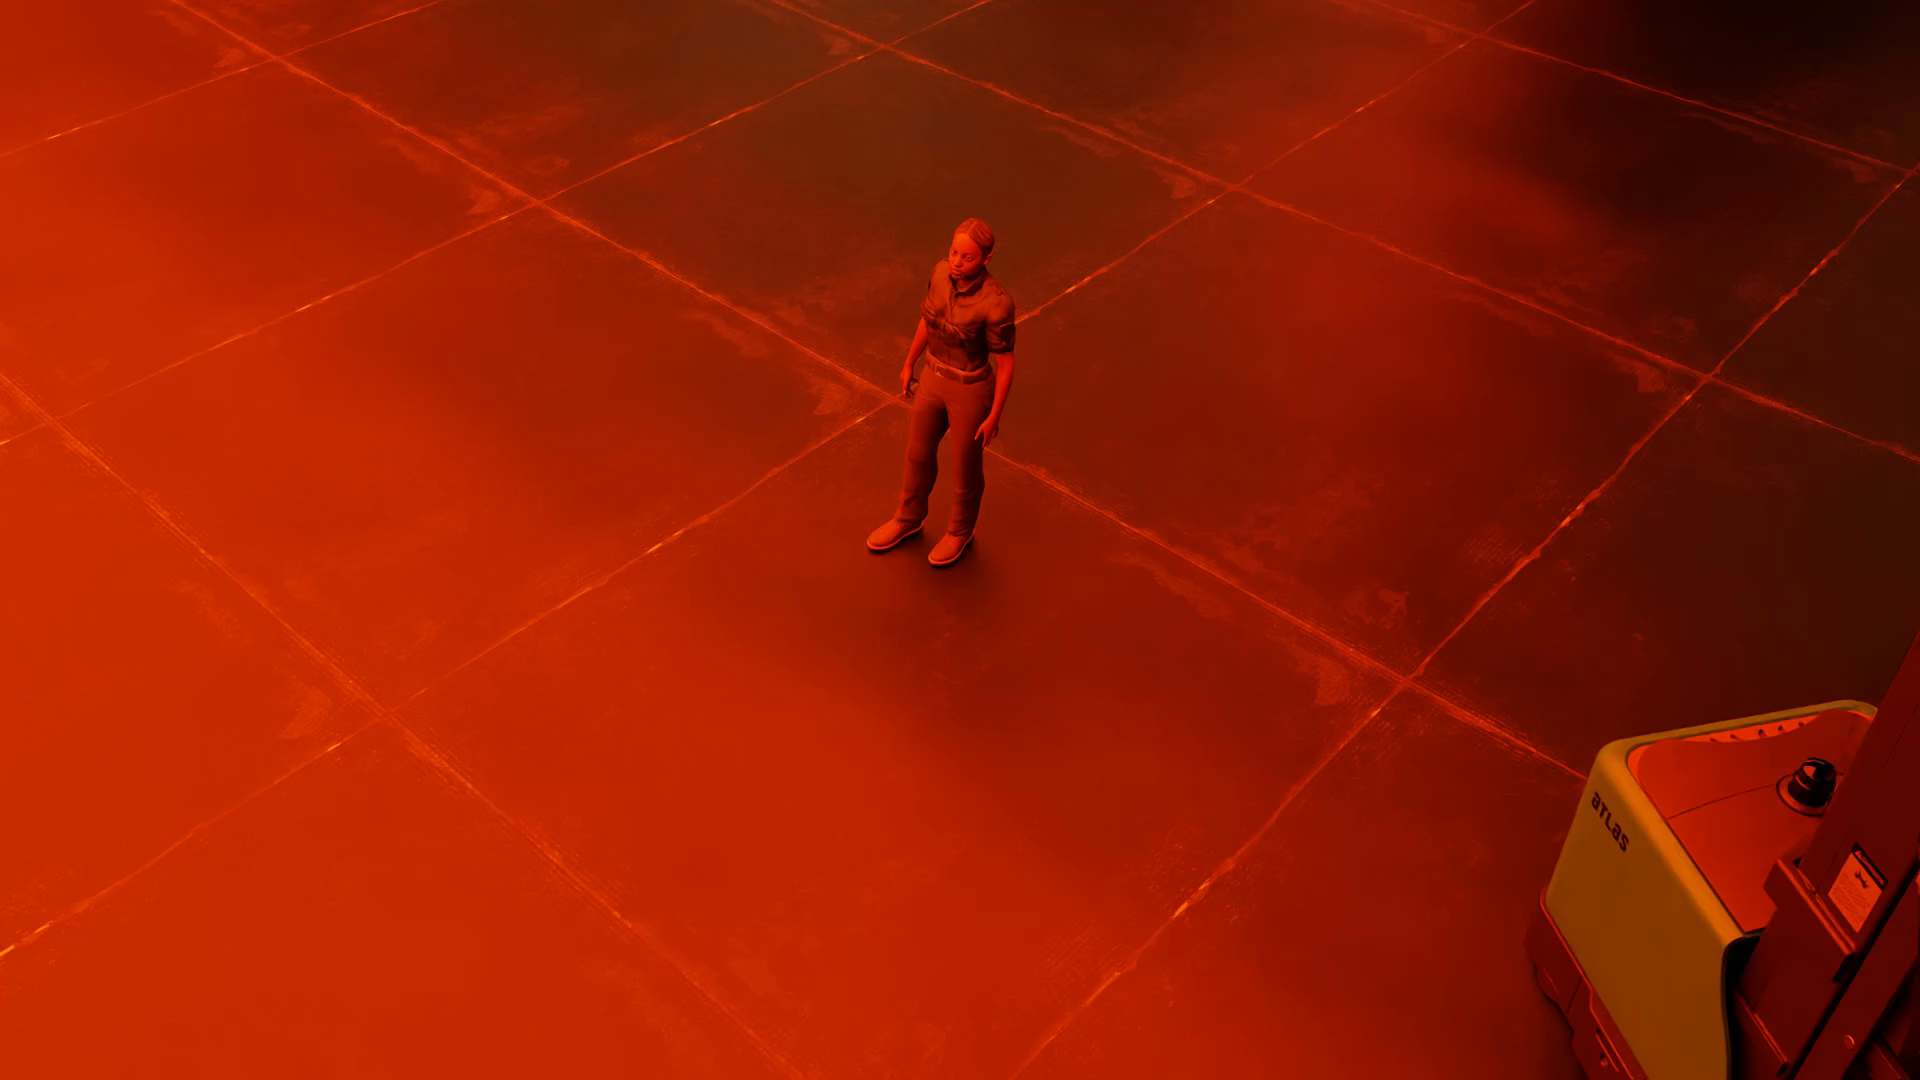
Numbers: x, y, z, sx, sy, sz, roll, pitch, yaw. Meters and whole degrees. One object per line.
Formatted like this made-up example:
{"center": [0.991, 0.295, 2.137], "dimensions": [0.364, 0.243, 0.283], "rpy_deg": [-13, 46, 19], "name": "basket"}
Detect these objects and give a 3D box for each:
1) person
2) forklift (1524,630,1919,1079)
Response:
{"center": [-0.074, -0.600, 7.097], "dimensions": [0.569, 1.654, 0.504], "rpy_deg": [31, 49, 31], "name": "person"}
{"center": [2.824, 1.216, 4.010], "dimensions": [1.130, 2.935, 3.031], "rpy_deg": [-8, 41, -10], "name": "forklift"}
